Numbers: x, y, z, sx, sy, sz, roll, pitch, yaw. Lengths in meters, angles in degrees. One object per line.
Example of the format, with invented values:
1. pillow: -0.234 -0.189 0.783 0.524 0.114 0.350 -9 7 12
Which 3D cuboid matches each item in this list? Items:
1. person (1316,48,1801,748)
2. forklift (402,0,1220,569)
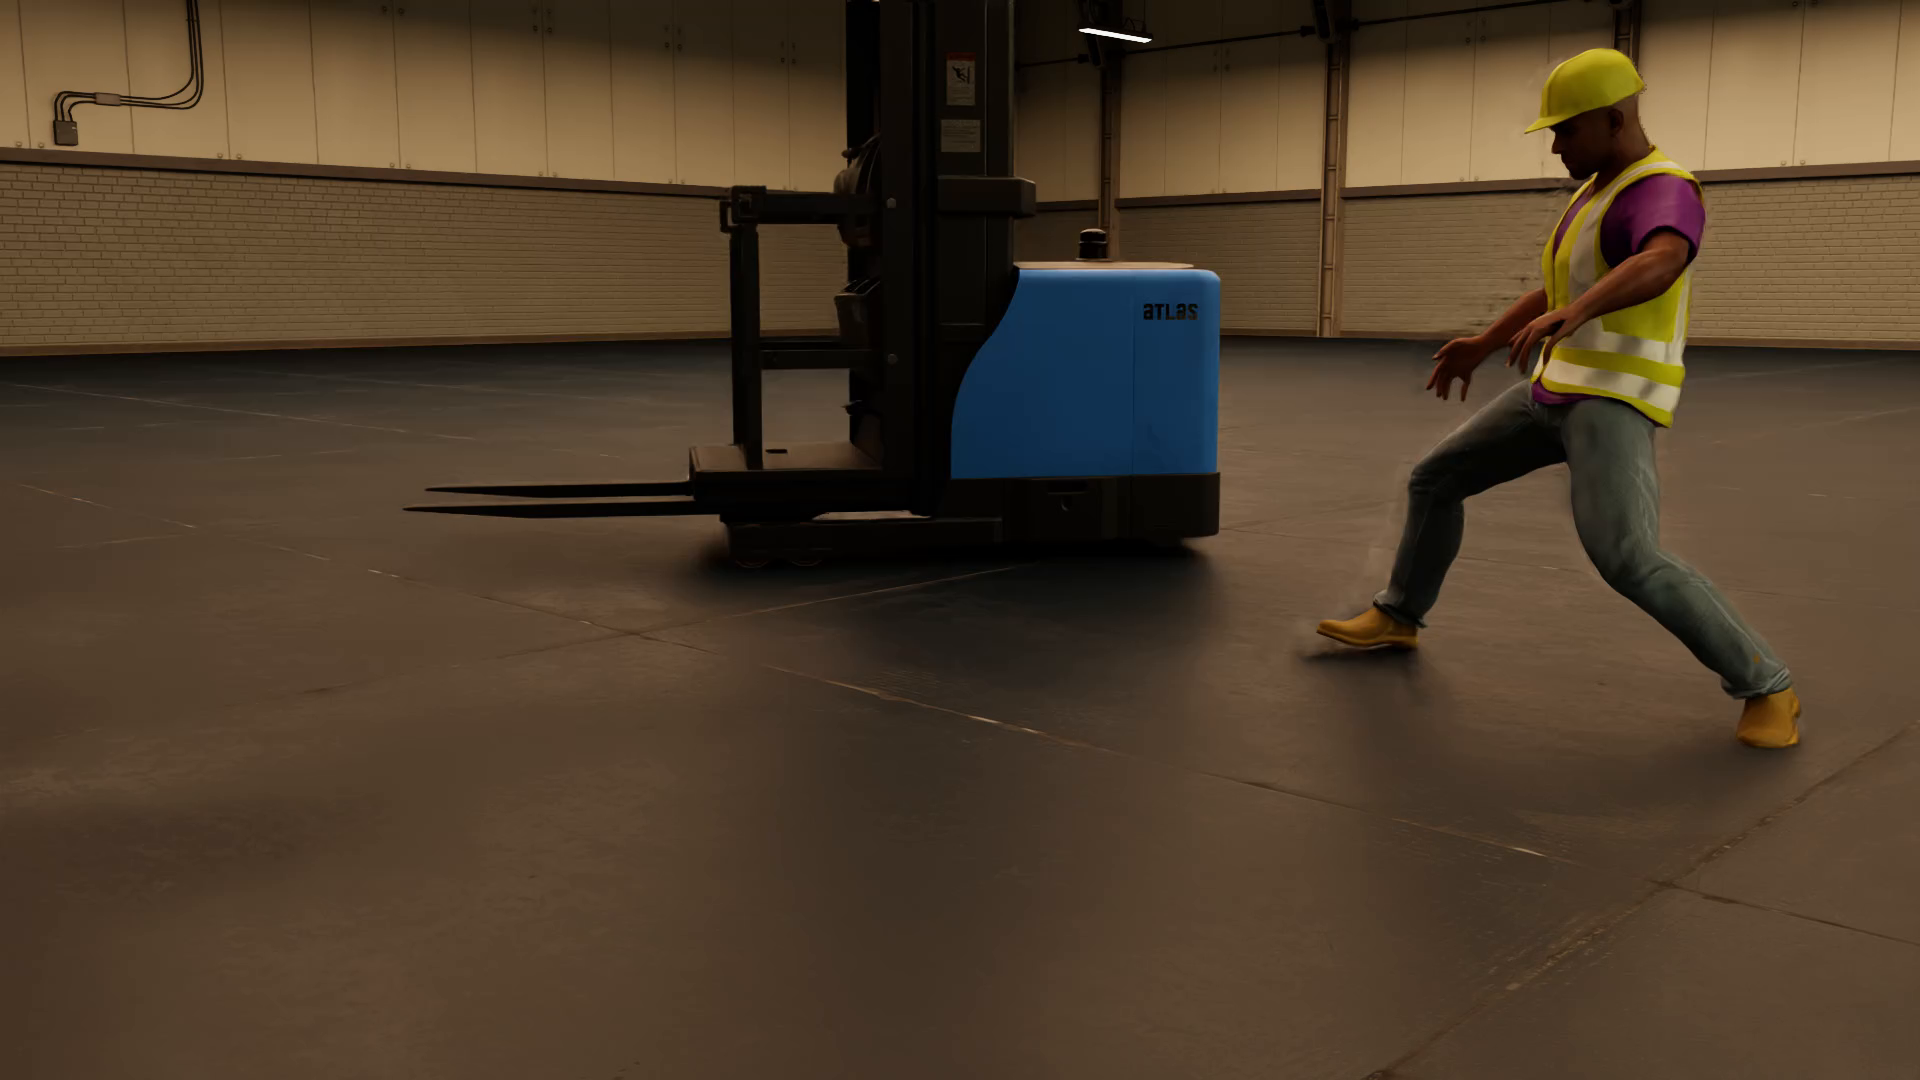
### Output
1. person: 1.469 -0.385 4.087 0.980 1.600 1.069 0 9 2
2. forklift: -0.571 -1.430 6.368 3.031 2.935 1.130 -2 9 -10
